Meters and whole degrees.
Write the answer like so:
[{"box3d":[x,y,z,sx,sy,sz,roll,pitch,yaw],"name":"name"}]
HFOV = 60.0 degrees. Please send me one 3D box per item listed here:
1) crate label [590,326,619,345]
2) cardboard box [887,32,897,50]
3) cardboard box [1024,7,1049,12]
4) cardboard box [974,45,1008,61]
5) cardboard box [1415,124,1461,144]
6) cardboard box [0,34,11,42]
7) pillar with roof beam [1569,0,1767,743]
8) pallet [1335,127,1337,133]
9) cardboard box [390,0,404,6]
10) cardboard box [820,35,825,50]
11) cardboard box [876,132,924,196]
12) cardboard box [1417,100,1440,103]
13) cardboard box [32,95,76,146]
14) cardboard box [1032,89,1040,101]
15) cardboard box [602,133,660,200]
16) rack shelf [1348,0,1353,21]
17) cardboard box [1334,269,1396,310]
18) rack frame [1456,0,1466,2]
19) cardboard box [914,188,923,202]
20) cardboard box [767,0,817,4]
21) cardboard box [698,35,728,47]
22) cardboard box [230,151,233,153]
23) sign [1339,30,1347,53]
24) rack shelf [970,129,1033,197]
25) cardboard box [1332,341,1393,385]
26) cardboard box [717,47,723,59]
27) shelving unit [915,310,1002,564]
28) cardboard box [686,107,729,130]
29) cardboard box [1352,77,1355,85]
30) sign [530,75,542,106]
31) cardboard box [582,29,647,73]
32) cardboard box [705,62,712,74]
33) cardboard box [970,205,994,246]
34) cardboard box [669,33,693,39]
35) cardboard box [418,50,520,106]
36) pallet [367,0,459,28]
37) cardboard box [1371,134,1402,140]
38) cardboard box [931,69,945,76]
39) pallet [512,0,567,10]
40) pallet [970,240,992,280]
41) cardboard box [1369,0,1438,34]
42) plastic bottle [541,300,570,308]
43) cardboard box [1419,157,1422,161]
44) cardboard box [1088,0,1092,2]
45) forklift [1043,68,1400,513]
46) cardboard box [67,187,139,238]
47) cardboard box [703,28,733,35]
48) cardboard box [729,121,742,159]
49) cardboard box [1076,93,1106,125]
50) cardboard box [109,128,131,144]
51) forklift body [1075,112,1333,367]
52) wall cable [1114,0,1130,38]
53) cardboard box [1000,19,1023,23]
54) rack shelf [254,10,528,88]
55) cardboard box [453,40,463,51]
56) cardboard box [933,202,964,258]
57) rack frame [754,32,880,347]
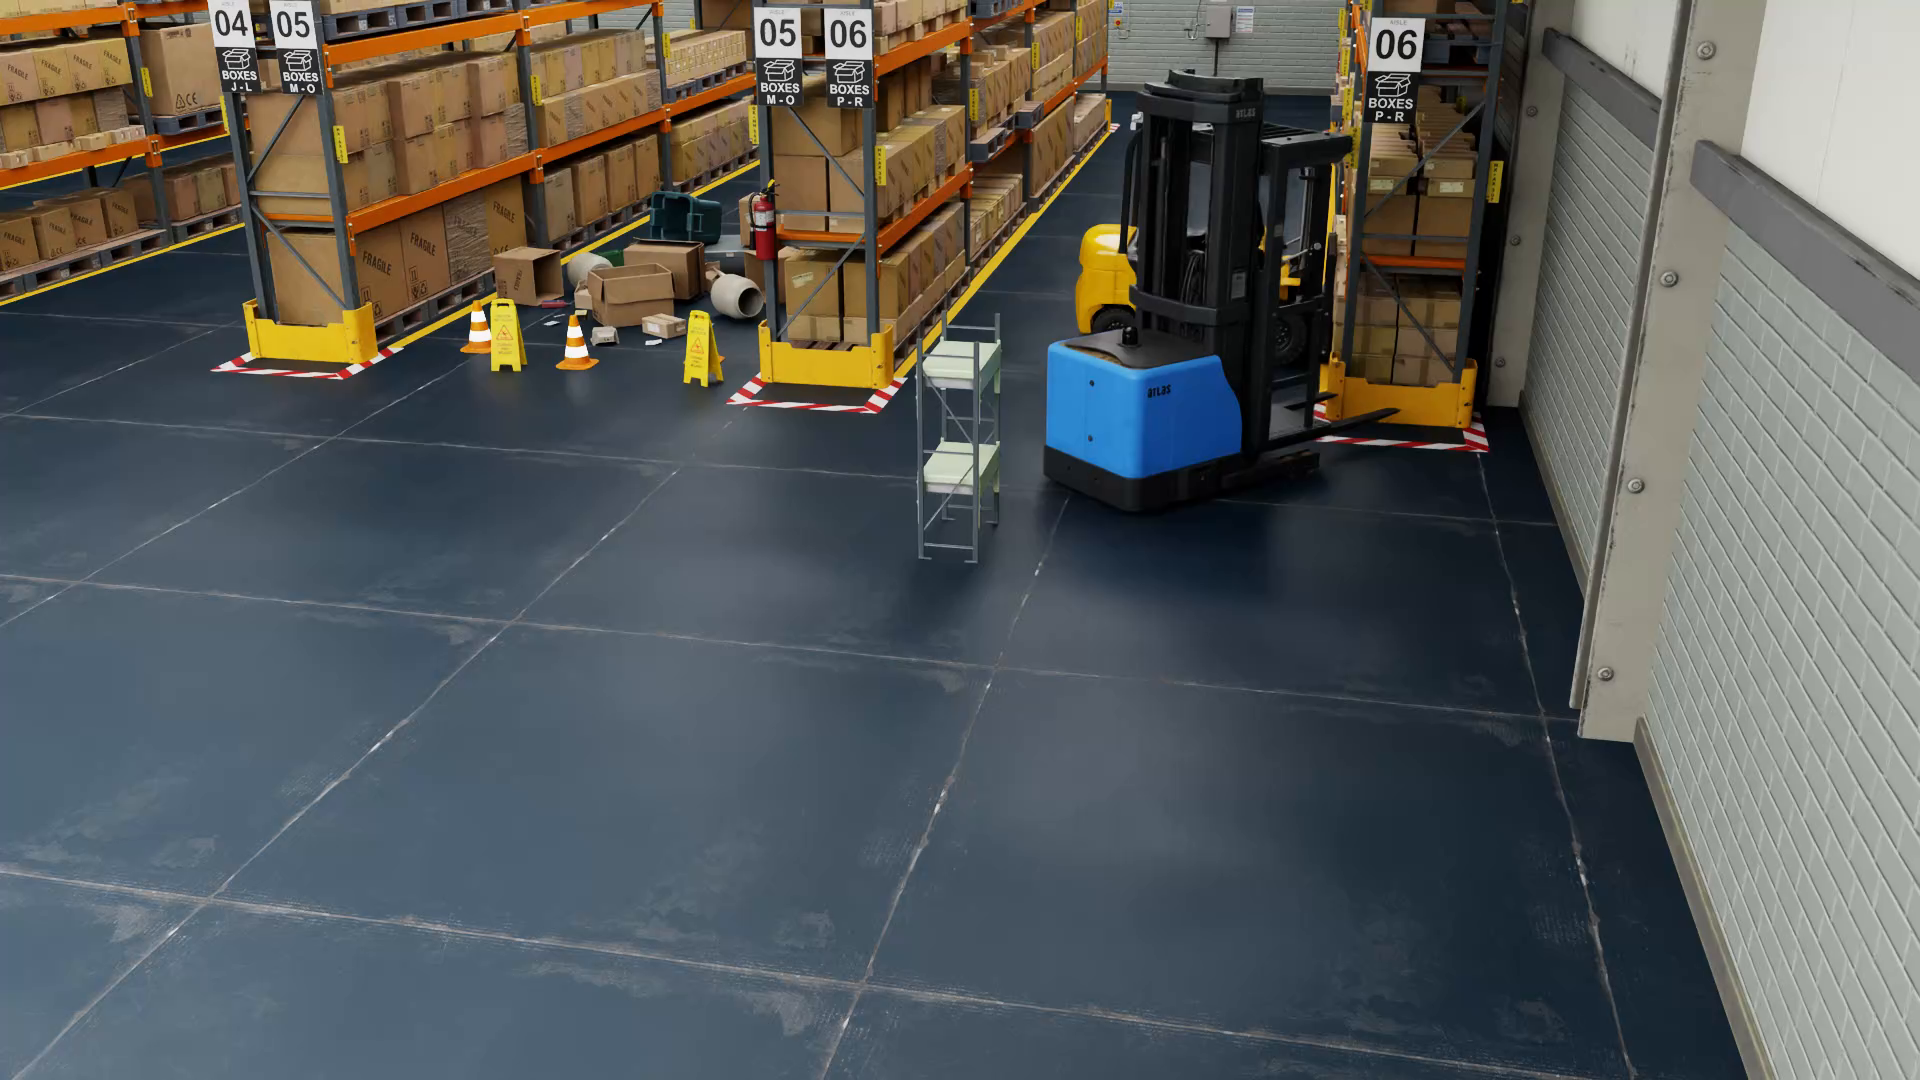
[{"box3d":[-3.437,-1.977,16.079,0.250,0.136,0.298,-7,23,-17],"name":"crate label"},{"box3d":[-0.766,-4.365,14.499,0.380,0.149,0.250,5,22,12],"name":"cardboard box"},{"box3d":[1.069,-7.889,25.455,0.500,0.500,0.500,4,22,10],"name":"cardboard box"},{"box3d":[0.369,-5.783,19.735,0.380,0.149,0.250,3,22,8],"name":"cardboard box"},{"box3d":[4.326,-3.672,15.056,0.380,0.149,0.250,5,22,12],"name":"cardboard box"},{"box3d":[-17.579,-9.280,30.246,0.500,0.500,0.500,4,22,11],"name":"cardboard box"},{"box3d":[-0.760,-3.522,8.054,9.100,9.000,0.400,4,22,11],"name":"pillar with roof beam"},{"box3d":[6.742,-6.658,27.604,1.003,0.211,1.213,4,22,11],"name":"pallet"},{"box3d":[-5.482,-5.123,15.685,0.380,0.149,0.250,5,22,11],"name":"cardboard box"},{"box3d":[-1.388,-4.317,14.378,0.380,0.149,0.250,5,22,11],"name":"cardboard box"},{"box3d":[-0.632,-3.509,15.520,0.500,0.500,0.500,4,22,10],"name":"cardboard box"},{"box3d":[4.942,-4.623,17.814,0.380,0.149,0.250,4,22,10],"name":"cardboard box"},{"box3d":[-10.383,-4.669,18.399,0.875,0.500,0.500,4,22,11],"name":"cardboard box"},{"box3d":[0.773,-5.813,21.972,0.500,0.250,0.500,4,22,10],"name":"cardboard box"},{"box3d":[-4.652,-4.998,22.198,1.050,0.750,0.750,4,22,10],"name":"cardboard box"},{"box3d":[5.695,-7.135,22.001,1.077,0.370,4.000,4,22,11],"name":"rack shelf"},{"box3d":[3.542,-2.182,14.537,0.500,0.250,0.500,5,22,12],"name":"cardboard box"},{"box3d":[4.471,-6.665,15.858,1.000,3.000,0.127,4,22,11],"name":"rack frame"},{"box3d":[-0.568,-3.355,16.005,0.380,0.149,0.250,4,22,9],"name":"cardboard box"},{"box3d":[-1.425,-4.588,13.983,0.380,0.149,0.250,5,22,11],"name":"cardboard box"},{"box3d":[-3.676,-7.430,24.764,0.380,0.149,0.250,4,22,11],"name":"cardboard box"},{"box3d":[-9.492,-5.072,22.690,0.700,0.500,0.500,3,22,6],"name":"cardboard box"},{"box3d":[5.571,-7.249,24.178,0.100,0.325,0.005,4,22,11],"name":"sign"},{"box3d":[0.019,-4.657,19.866,1.077,0.370,4.000,4,22,11],"name":"rack shelf"},{"box3d":[3.441,-1.535,14.268,0.500,0.250,0.500,5,22,11],"name":"cardboard box"},{"box3d":[-3.723,-7.199,24.590,0.380,0.149,0.250,3,22,8],"name":"cardboard box"},{"box3d":[-0.001,-0.693,11.067,0.431,1.500,0.755,4,22,11],"name":"shelving unit"},{"box3d":[-3.740,-6.236,24.602,0.500,0.250,0.500,3,22,9],"name":"cardboard box"},{"box3d":[4.853,-5.405,19.757,0.380,0.149,0.250,5,22,12],"name":"cardboard box"},{"box3d":[-4.712,-4.997,18.480,0.100,0.325,0.005,4,22,11],"name":"sign"},{"box3d":[-4.541,-6.410,21.781,0.700,0.500,0.500,4,22,11],"name":"cardboard box"},{"box3d":[-3.828,-6.870,24.170,0.380,0.149,0.250,4,22,9],"name":"cardboard box"},{"box3d":[-0.141,-3.691,19.458,0.950,0.372,0.625,6,23,14],"name":"cardboard box"},{"box3d":[-4.260,-7.575,25.125,0.380,0.149,0.250,5,22,11],"name":"cardboard box"},{"box3d":[-5.365,-5.038,18.202,0.875,0.550,0.550,4,22,11],"name":"cardboard box"},{"box3d":[-5.684,-5.207,16.371,1.003,0.211,1.213,4,22,11],"name":"pallet"},{"box3d":[3.636,-3.432,14.458,0.380,0.149,0.250,5,22,12],"name":"cardboard box"},{"box3d":[-0.420,-5.007,18.676,0.500,0.500,0.500,5,22,11],"name":"cardboard box"},{"box3d":[-5.117,-6.242,19.078,0.805,0.209,1.217,4,22,9],"name":"pallet"},{"box3d":[-0.232,-3.251,19.143,1.003,0.211,1.213,4,22,11],"name":"pallet"},{"box3d":[3.506,-4.279,13.119,0.500,0.500,0.500,5,23,13],"name":"cardboard box"},{"box3d":[-4.230,-2.470,17.405,0.283,0.061,0.133,-3,22,-8],"name":"plastic bottle"},{"box3d":[4.313,-3.430,14.853,0.380,0.149,0.250,4,22,11],"name":"cardboard box"},{"box3d":[1.891,-8.648,26.470,0.380,0.149,0.250,5,22,11],"name":"cardboard box"},{"box3d":[2.113,-1.966,12.311,3.031,2.935,1.130,-15,26,-33],"name":"forklift"},{"box3d":[-10.211,-3.907,19.824,0.500,0.500,0.500,4,22,9],"name":"cardboard box"},{"box3d":[-3.801,-7.909,26.443,0.500,0.500,0.500,4,22,11],"name":"cardboard box"},{"box3d":[-3.633,-6.084,25.228,0.500,0.500,0.500,4,22,10],"name":"cardboard box"},{"box3d":[2.023,-7.406,28.594,0.875,0.438,0.875,4,22,9],"name":"cardboard box"},{"box3d":[-9.907,-4.707,19.362,0.380,0.149,0.250,4,22,11],"name":"cardboard box"},{"box3d":[2.256,-2.859,15.572,2.313,2.155,1.214,4,22,11],"name":"forklift body"},{"box3d":[3.187,-11.198,33.741,0.585,1.953,0.123,4,22,11],"name":"wall cable"},{"box3d":[0.591,-6.996,23.236,0.500,0.500,0.500,4,22,10],"name":"cardboard box"},{"box3d":[-5.664,-4.926,16.518,1.077,0.370,4.000,4,22,11],"name":"rack shelf"},{"box3d":[-8.286,-7.795,26.560,0.500,0.500,0.500,5,22,11],"name":"cardboard box"},{"box3d":[-0.247,-3.290,17.622,0.500,0.500,0.500,4,22,10],"name":"cardboard box"},{"box3d":[-1.205,-2.797,14.283,1.000,3.000,0.127,4,22,11],"name":"rack frame"}]
